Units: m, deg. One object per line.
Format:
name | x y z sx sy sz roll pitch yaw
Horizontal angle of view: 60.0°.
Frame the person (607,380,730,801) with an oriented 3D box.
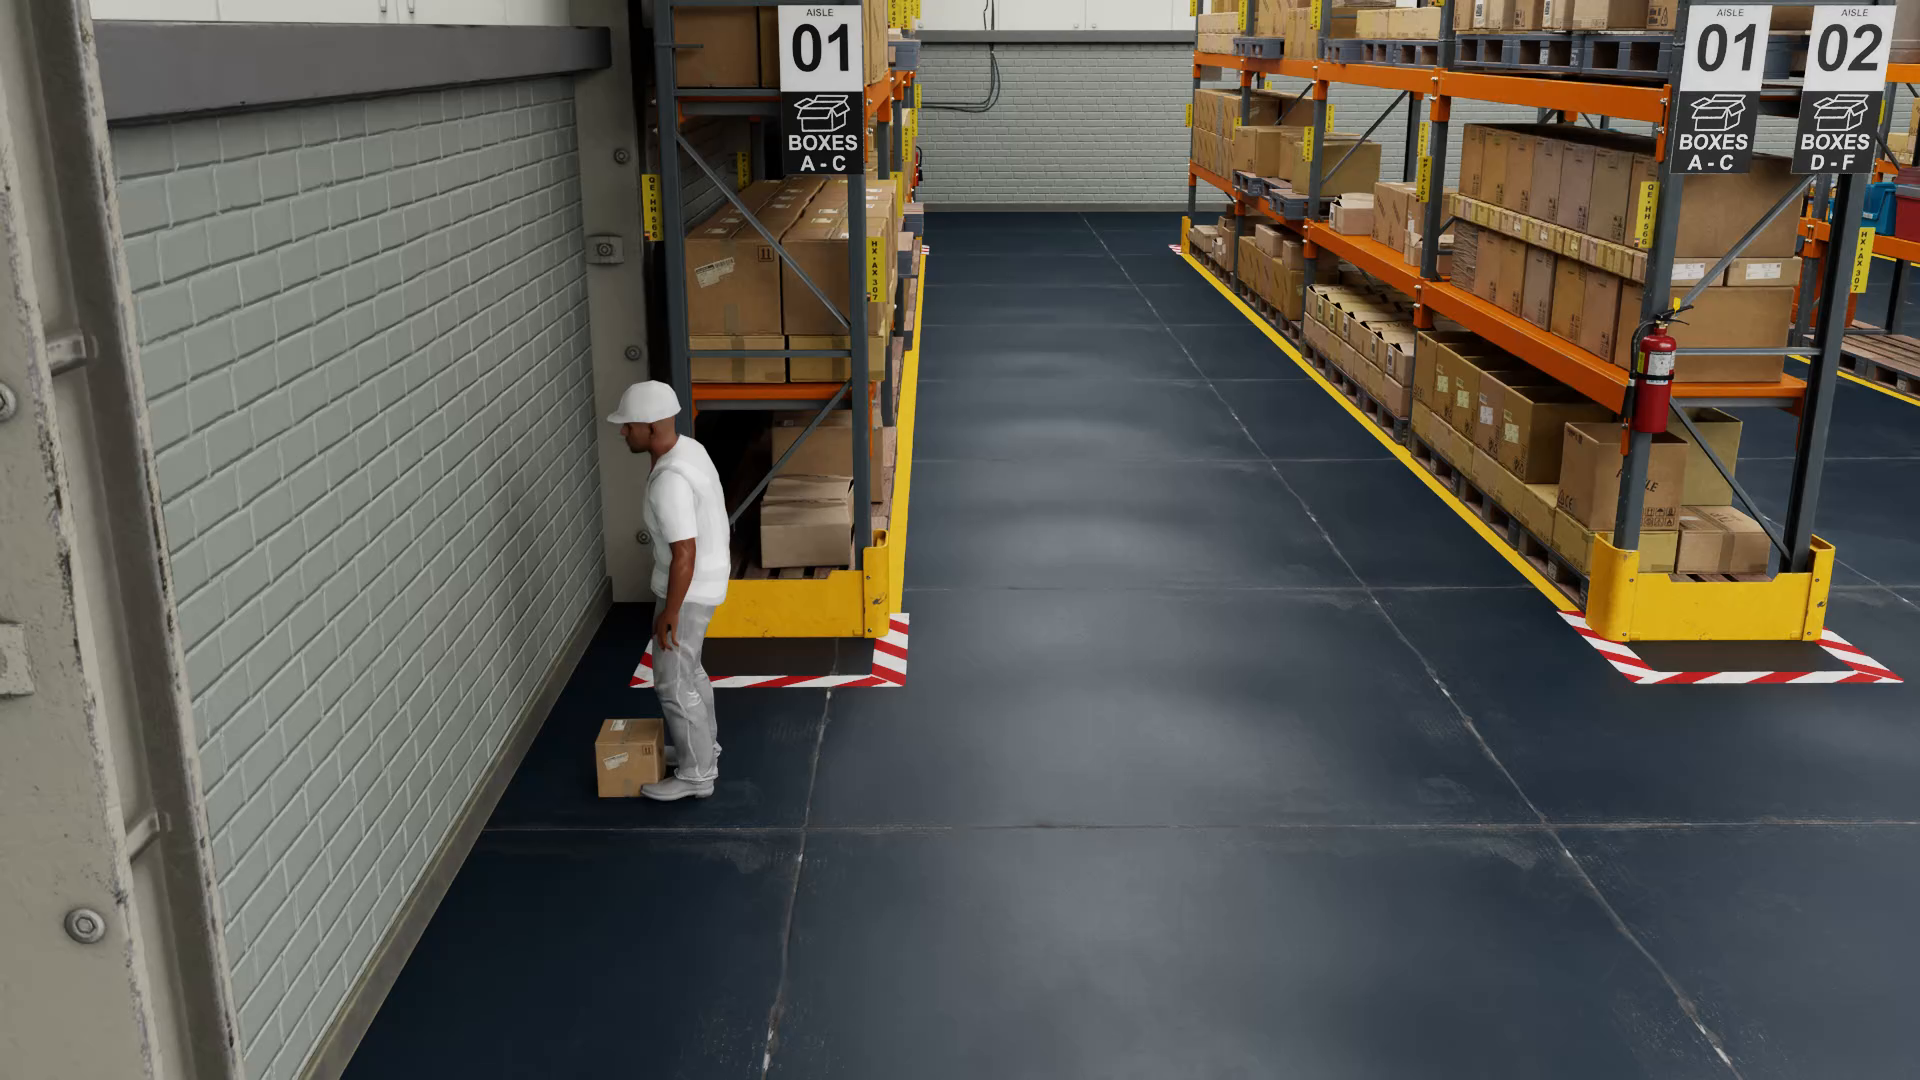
person | -1.172 0.202 6.854 0.461 1.759 0.632 -1 17 -4
